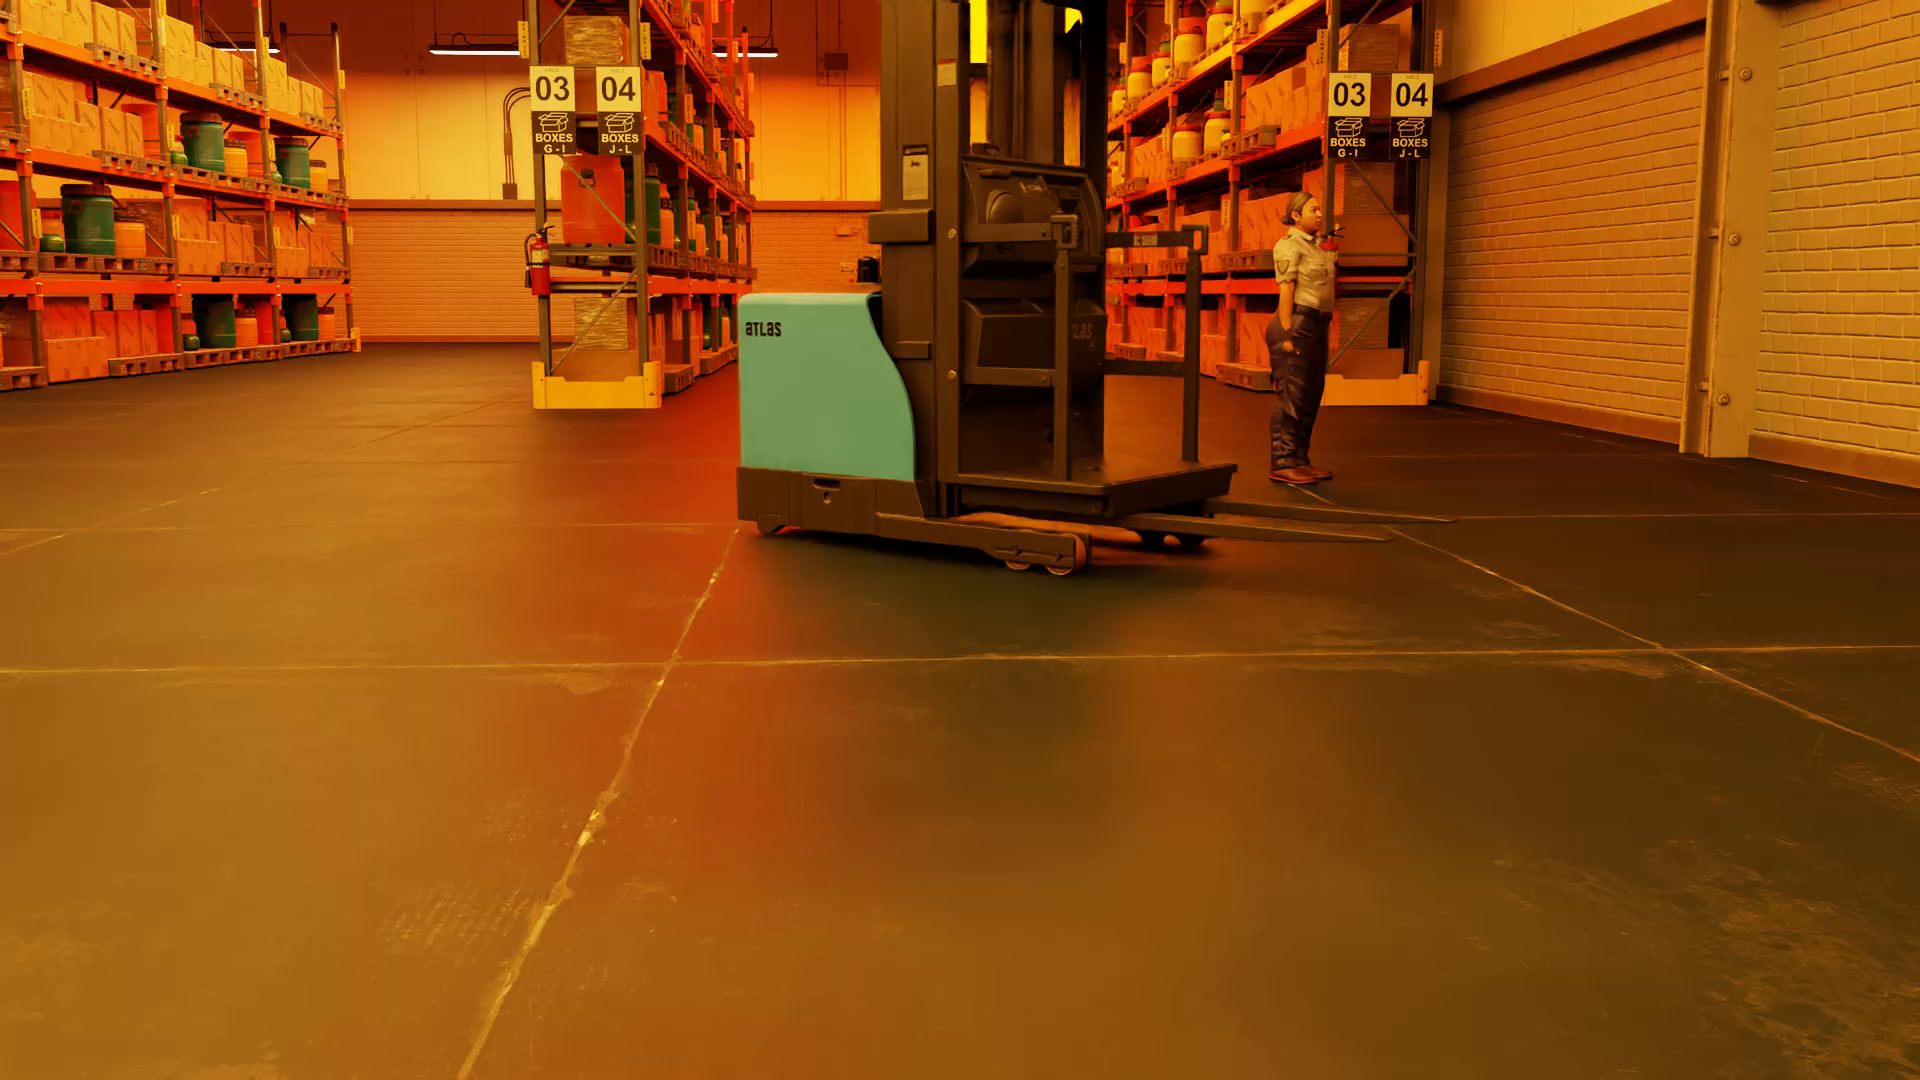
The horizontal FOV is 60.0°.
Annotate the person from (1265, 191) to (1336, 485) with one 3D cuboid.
[{"bbox_3d":[1.961,-1.161,9.556,0.363,1.648,0.485,5,10,29],"label":"person"}]

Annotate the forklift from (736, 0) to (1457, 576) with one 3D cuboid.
[{"bbox_3d":[0.480,-1.401,6.765,3.031,2.935,1.130,6,11,37],"label":"forklift"}]
